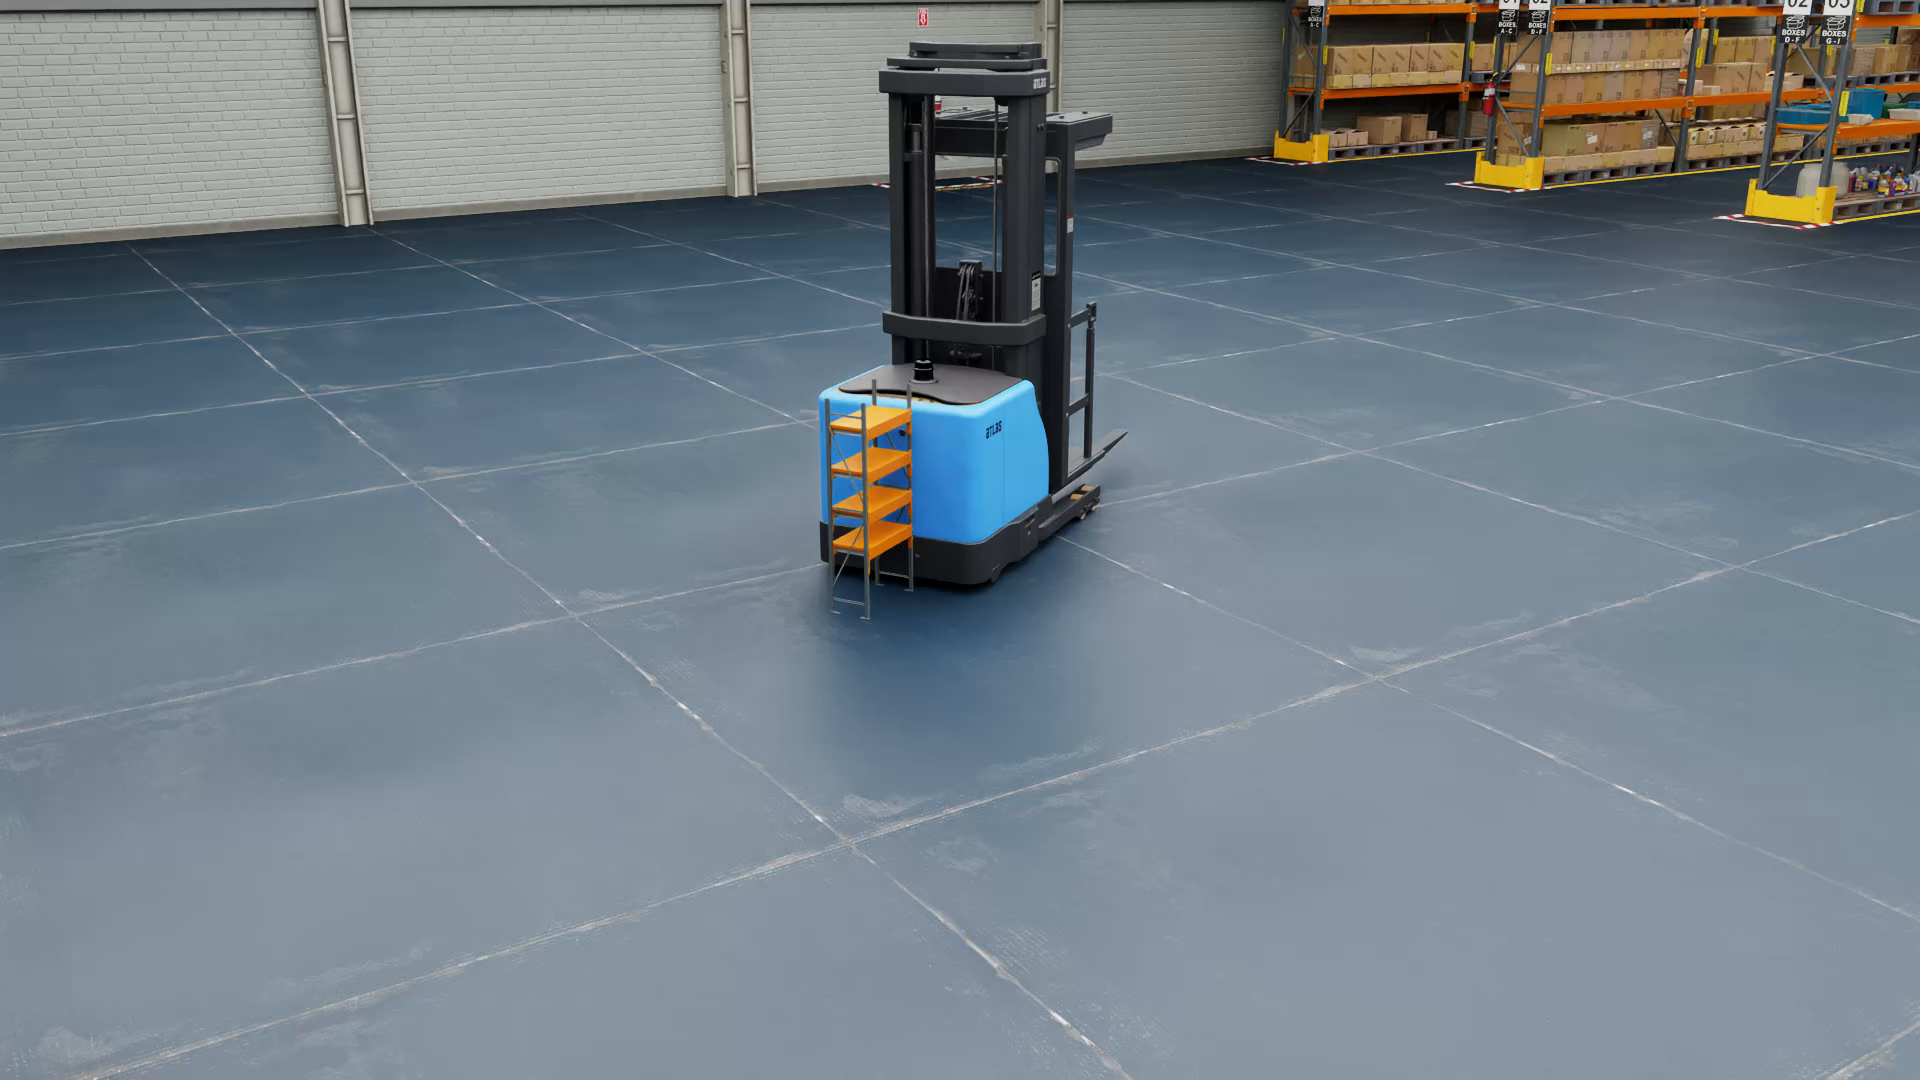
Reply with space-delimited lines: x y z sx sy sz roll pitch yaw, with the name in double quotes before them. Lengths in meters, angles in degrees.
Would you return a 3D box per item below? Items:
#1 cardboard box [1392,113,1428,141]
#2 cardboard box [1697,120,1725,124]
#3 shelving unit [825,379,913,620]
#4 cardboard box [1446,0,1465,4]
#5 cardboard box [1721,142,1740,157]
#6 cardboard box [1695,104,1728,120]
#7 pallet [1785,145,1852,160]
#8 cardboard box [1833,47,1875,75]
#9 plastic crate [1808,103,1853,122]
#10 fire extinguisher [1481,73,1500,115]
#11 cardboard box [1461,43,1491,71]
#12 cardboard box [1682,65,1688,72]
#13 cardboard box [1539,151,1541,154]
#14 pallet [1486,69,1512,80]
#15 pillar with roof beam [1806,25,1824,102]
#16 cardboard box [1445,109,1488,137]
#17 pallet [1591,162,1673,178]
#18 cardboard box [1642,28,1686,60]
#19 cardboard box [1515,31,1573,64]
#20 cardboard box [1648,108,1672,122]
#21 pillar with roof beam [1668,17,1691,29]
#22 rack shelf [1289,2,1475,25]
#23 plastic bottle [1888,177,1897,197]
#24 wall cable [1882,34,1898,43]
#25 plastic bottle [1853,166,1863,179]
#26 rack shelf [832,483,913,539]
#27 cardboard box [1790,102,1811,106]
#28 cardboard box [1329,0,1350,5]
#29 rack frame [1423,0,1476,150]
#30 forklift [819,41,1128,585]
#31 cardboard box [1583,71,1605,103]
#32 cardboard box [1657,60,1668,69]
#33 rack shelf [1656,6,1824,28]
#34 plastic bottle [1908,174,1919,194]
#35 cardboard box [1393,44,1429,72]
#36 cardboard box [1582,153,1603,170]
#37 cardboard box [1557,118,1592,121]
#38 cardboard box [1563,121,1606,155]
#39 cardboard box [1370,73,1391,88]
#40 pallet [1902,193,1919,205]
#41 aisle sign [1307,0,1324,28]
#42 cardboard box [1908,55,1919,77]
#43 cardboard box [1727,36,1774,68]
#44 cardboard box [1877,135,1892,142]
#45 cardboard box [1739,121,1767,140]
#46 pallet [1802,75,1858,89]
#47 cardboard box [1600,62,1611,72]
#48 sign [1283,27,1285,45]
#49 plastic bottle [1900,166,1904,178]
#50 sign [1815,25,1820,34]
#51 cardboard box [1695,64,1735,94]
"cardboard box" 8.932 -8.217 33.084 0.500 0.500 0.500 -14 23 -35
"cardboard box" 13.956 -7.640 30.923 0.500 0.311 0.500 -12 22 -32
"shelving unit" -0.485 -0.225 9.037 0.258 1.200 0.503 9 21 26
"cardboard box" 9.489 -10.709 32.367 0.500 0.500 0.500 -11 22 -30
"cardboard box" 13.836 -7.145 30.334 0.500 0.250 0.500 -13 22 -33
"cardboard box" 17.139 -9.915 38.136 0.500 0.500 0.700 -12 22 -31
"pallet" 16.490 -7.567 32.299 1.213 0.211 1.003 -12 22 -31
"cardboard box" 17.178 -9.264 32.152 0.500 0.500 0.700 -8 20 -21
"plastic crate" 12.684 -6.243 24.259 0.408 0.251 0.499 -12 22 -31
"fire extinguisher" 8.810 -7.425 27.643 0.183 0.674 0.296 -12 22 -31
"cardboard box" 10.221 -9.723 33.478 0.500 0.500 0.700 -12 22 -31
"cardboard box" 15.893 -10.467 36.882 0.250 0.149 0.380 -11 22 -30
"cardboard box" 9.860 -6.519 28.481 0.500 0.250 0.500 -12 22 -31
"pallet" 11.487 -9.641 34.377 1.213 0.211 1.003 -12 22 -31
"pillar with roof beam" 23.946 -13.898 37.303 0.400 9.000 9.100 -12 22 -31
"cardboard box" 10.383 -8.545 34.053 0.500 0.500 0.700 -11 22 -30
"pallet" 11.817 -6.612 29.474 1.213 0.211 1.003 -12 22 -31
"cardboard box" 12.137 -8.644 28.949 0.500 0.500 0.700 -12 22 -31
"cardboard box" 9.605 -8.108 27.362 0.500 0.500 0.700 -12 22 -31
"cardboard box" 15.246 -9.670 36.864 0.750 0.750 0.750 -11 22 -30
"pillar with roof beam" 18.935 -12.841 34.177 0.400 9.000 9.100 -12 22 -31
"rack shelf" 8.107 -10.115 31.919 4.000 0.370 1.077 -12 22 -31
"plastic bottle" 13.770 -5.225 24.570 0.133 0.283 0.061 -11 22 -31
"wall cable" 24.719 -13.772 41.779 0.112 2.526 3.097 -12 22 -31
"plastic bottle" 13.655 -5.518 25.333 0.185 0.351 0.144 -11 22 -29
"rack shelf" -0.485 -0.161 9.059 0.258 0.148 0.480 9 21 26
"cardboard box" 16.542 -8.385 32.408 0.500 0.250 0.500 -11 22 -29
"cardboard box" 6.853 -10.152 30.719 0.500 0.500 0.500 -11 22 -30
"rack frame" 9.777 -9.387 33.326 0.127 3.000 1.000 -12 22 -31
"forklift" 0.261 -1.570 10.312 1.130 2.935 3.031 8 20 23
"cardboard box" 10.415 -7.664 28.074 0.500 0.500 0.700 -12 22 -31
"cardboard box" 11.970 -8.222 28.712 0.250 0.149 0.380 -13 22 -33
"rack shelf" 14.175 -9.495 30.086 4.000 0.370 1.077 -12 22 -31
"plastic bottle" 14.278 -5.346 24.940 0.135 0.276 0.152 -11 22 -30
"cardboard box" 8.712 -9.339 32.218 0.500 0.500 0.500 -13 22 -33
"cardboard box" 10.567 -6.466 28.325 0.500 0.250 0.500 -12 22 -31
"cardboard box" 10.693 -7.051 28.885 0.500 0.500 0.500 -12 22 -31
"cardboard box" 10.561 -6.824 28.214 0.500 0.500 0.500 -12 22 -31
"cardboard box" 7.873 -8.805 31.809 0.500 0.250 0.500 -12 22 -32
"pallet" 14.642 -5.309 25.618 1.213 0.211 1.003 -12 22 -31
"aisle sign" 6.541 -9.821 30.551 0.004 0.787 0.394 -12 22 -31
"cardboard box" 19.462 -9.675 34.024 0.500 0.500 0.500 -11 22 -31
"cardboard box" 18.135 -11.287 38.479 0.700 0.700 0.980 -13 23 -34
"cardboard box" 18.095 -8.159 32.911 0.500 0.500 0.500 -12 22 -31
"cardboard box" 14.690 -7.589 30.772 0.500 0.311 0.500 -12 22 -32
"pallet" 16.373 -8.814 31.932 1.003 0.211 1.213 -12 22 -31
"cardboard box" 10.684 -7.951 27.912 0.250 0.149 0.380 -12 22 -32
"sign" 6.148 -9.532 31.456 0.005 0.325 0.100 -12 22 -31
"plastic bottle" 14.718 -5.714 26.035 0.097 0.271 0.097 0 19 0
"sign" 20.086 -12.013 38.918 0.005 0.325 0.100 -12 22 -31
"cardboard box" 13.595 -8.333 30.055 0.500 0.500 0.500 -10 21 -28
